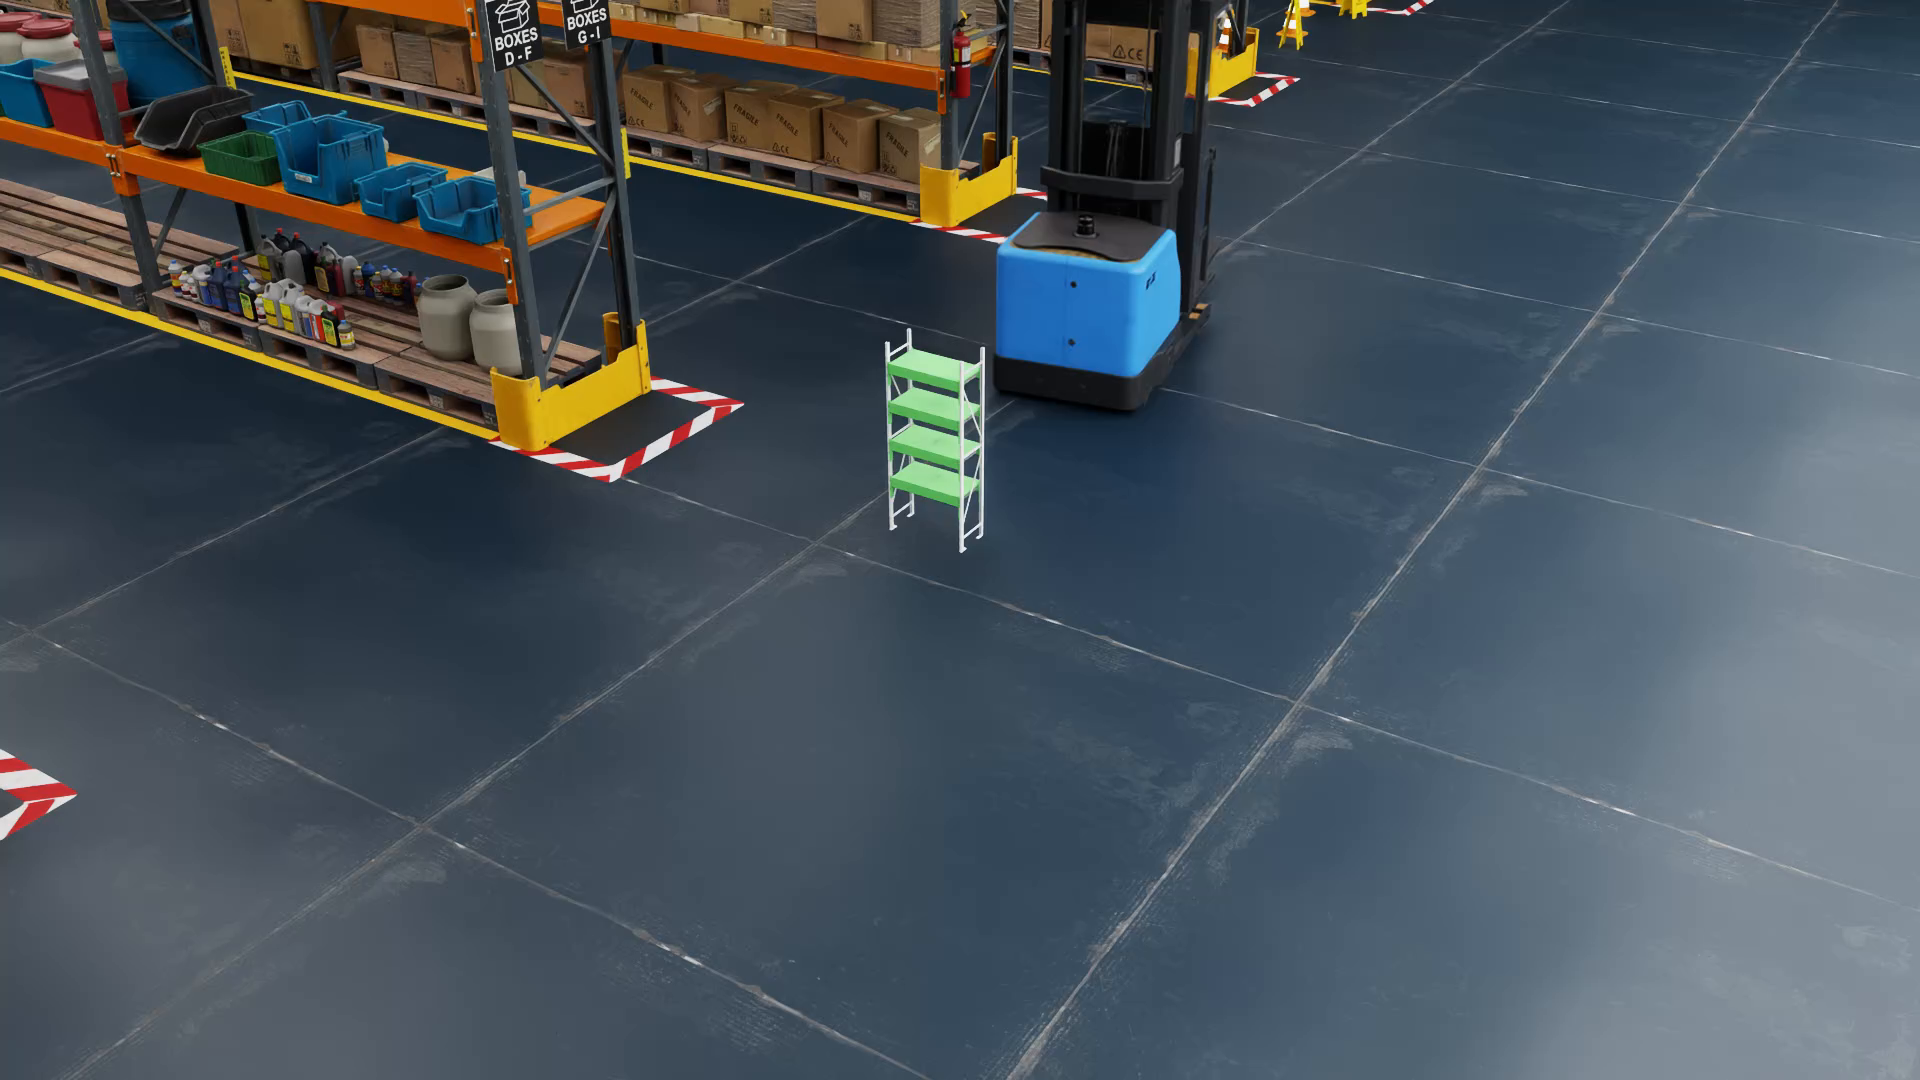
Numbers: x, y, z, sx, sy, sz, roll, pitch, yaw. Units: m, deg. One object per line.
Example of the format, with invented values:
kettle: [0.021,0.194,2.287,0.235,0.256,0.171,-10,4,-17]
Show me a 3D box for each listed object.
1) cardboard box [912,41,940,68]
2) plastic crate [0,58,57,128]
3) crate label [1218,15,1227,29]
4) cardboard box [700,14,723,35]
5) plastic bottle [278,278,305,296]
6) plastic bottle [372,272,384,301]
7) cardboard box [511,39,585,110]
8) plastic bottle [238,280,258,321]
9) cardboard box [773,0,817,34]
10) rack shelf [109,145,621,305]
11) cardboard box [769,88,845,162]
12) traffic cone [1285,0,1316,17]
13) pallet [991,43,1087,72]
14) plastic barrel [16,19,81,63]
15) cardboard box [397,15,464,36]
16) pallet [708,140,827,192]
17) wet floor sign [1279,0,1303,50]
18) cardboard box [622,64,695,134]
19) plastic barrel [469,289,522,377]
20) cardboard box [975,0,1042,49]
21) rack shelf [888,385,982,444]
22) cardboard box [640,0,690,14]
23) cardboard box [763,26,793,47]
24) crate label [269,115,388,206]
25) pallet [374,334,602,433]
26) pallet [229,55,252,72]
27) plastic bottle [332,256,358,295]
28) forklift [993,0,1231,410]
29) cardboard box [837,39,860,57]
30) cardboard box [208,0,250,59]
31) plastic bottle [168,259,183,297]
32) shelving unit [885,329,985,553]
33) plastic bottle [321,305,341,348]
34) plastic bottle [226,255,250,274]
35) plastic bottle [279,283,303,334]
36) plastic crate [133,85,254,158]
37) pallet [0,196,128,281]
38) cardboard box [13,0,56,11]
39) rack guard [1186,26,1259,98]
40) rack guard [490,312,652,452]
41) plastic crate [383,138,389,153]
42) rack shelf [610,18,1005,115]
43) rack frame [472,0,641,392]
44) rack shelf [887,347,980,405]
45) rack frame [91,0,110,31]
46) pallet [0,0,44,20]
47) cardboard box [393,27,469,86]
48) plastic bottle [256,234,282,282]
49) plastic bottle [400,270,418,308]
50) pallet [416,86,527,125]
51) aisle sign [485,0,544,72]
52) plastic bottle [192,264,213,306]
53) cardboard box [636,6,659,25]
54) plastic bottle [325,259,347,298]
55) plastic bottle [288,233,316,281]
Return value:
cardboard box: [-0.202,-4.141,14.121,0.250,0.149,0.380,18,35,27]
plastic crate: [-6.971,-3.375,12.574,0.575,0.384,0.392,18,35,27]
crate label: [3.367,-6.438,20.650,0.298,0.136,0.250,1,30,2]
cardboard box: [-2.144,-4.714,15.103,0.250,0.149,0.380,18,35,27]
plastic bottle: [-4.831,-1.745,12.030,0.135,0.276,0.152,18,35,27]
plastic bottle: [-4.312,-1.893,12.358,0.097,0.201,0.097,0,30,0]
cardboard box: [-4.141,-4.753,16.964,0.500,0.500,0.700,17,34,27]
plastic bottle: [-5.131,-1.730,11.997,0.133,0.283,0.061,19,35,29]
cardboard box: [-1.189,-4.827,14.653,0.500,0.500,0.875,18,35,27]
rack shelf: [-4.177,-2.372,11.554,4.000,0.370,1.077,18,35,27]
cardboard box: [-1.415,-3.859,15.451,0.500,0.500,0.500,21,36,32]
traffic cone: [4.368,-6.960,21.221,0.334,0.463,0.336,18,35,27]
pallet: [1.124,-5.655,19.233,1.213,0.211,1.003,18,35,27]
plastic barrel: [-7.187,-3.824,13.193,0.433,0.535,0.433,0,30,0]
cardboard box: [-5.588,-5.534,17.559,0.500,0.250,0.500,22,37,33]
pallet: [-1.613,-3.637,15.775,1.213,0.211,1.003,18,35,27]
wet floor sign: [3.949,-6.172,19.688,0.232,0.644,0.267,12,32,19]
cardboard box: [-2.921,-4.310,16.225,0.500,0.500,0.500,16,34,26]
plastic barrel: [-3.082,-1.398,11.221,0.421,0.512,0.421,0,30,0]
cardboard box: [0.745,-6.248,19.175,0.875,0.875,0.875,18,35,28]
rack shelf: [-0.140,-0.715,9.435,0.480,0.148,0.258,18,35,27]
cardboard box: [-2.485,-5.209,15.307,0.500,0.500,0.875,18,35,27]
cardboard box: [-1.528,-4.498,14.733,0.250,0.149,0.380,18,35,27]
crate label: [-4.186,-2.540,11.092,0.616,0.435,0.502,18,35,27]
pallet: [-3.258,-1.163,11.534,1.213,0.211,1.003,18,35,27]
pallet: [-8.283,-5.771,19.432,1.213,0.211,1.003,18,35,27]
plastic bottle: [-4.601,-2.000,12.468,0.135,0.276,0.152,18,35,28]
forklift: [1.246,-2.858,11.741,1.130,2.935,3.031,11,32,19]
cardboard box: [-0.856,-4.327,14.439,0.250,0.149,0.380,18,35,27]
cardboard box: [-7.951,-6.104,18.928,0.875,0.875,1.225,18,35,27]
plastic bottle: [-5.835,-1.958,12.400,0.097,0.271,0.097,0,30,0]
shelving unit: [-0.140,-0.563,9.524,0.503,1.200,0.258,18,35,27]
plastic bottle: [-4.381,-1.493,11.591,0.133,0.283,0.061,18,35,29]
plastic bottle: [-5.332,-1.933,12.279,0.185,0.351,0.144,18,35,27]
plastic bottle: [-4.731,-1.657,11.806,0.185,0.351,0.144,19,35,29]
plastic crate: [-5.496,-2.998,11.973,0.504,0.338,0.767,18,35,27]
pallet: [-7.595,-2.535,13.885,1.213,0.211,1.003,18,35,27]
cardboard box: [-11.293,-7.192,20.792,0.875,0.875,0.875,18,35,27]
rack guard: [2.892,-5.265,18.279,0.348,0.500,1.175,18,35,27]
rack guard: [-2.573,-1.068,11.084,0.348,0.500,1.175,18,35,27]
plastic crate: [-4.361,-2.778,11.797,0.437,0.136,0.530,18,35,27]
rack shelf: [-1.544,-4.486,15.177,4.000,0.370,1.077,18,35,27]
rack frame: [-2.484,-2.147,10.454,0.127,3.000,1.000,18,35,27]
rack shelf: [-0.140,-0.922,9.314,0.480,0.148,0.258,18,35,27]
rack frame: [-10.014,-7.476,19.588,0.127,3.000,1.000,18,35,27]
pallet: [-11.654,-6.835,21.257,1.213,0.211,1.003,18,35,27]
cardboard box: [-5.571,-5.201,17.732,0.500,0.500,0.700,15,33,23]
plastic bottle: [-5.249,-2.154,12.657,0.185,0.351,0.144,18,35,27]
plastic bottle: [-4.035,-1.851,12.206,0.133,0.283,0.061,18,35,28]
pallet: [-4.936,-4.663,17.533,1.213,0.211,1.003,18,35,27]
aisle sign: [-2.580,-3.124,9.549,0.004,0.787,0.394,18,35,27]
plastic bottle: [-5.546,-1.885,12.271,0.135,0.276,0.152,19,35,29]
cardboard box: [-2.785,-4.911,15.440,0.250,0.149,0.380,18,35,27]
plastic bottle: [-4.657,-1.957,12.387,0.133,0.283,0.061,18,35,27]
plastic bottle: [-5.010,-2.164,12.675,0.185,0.351,0.144,16,34,25]
